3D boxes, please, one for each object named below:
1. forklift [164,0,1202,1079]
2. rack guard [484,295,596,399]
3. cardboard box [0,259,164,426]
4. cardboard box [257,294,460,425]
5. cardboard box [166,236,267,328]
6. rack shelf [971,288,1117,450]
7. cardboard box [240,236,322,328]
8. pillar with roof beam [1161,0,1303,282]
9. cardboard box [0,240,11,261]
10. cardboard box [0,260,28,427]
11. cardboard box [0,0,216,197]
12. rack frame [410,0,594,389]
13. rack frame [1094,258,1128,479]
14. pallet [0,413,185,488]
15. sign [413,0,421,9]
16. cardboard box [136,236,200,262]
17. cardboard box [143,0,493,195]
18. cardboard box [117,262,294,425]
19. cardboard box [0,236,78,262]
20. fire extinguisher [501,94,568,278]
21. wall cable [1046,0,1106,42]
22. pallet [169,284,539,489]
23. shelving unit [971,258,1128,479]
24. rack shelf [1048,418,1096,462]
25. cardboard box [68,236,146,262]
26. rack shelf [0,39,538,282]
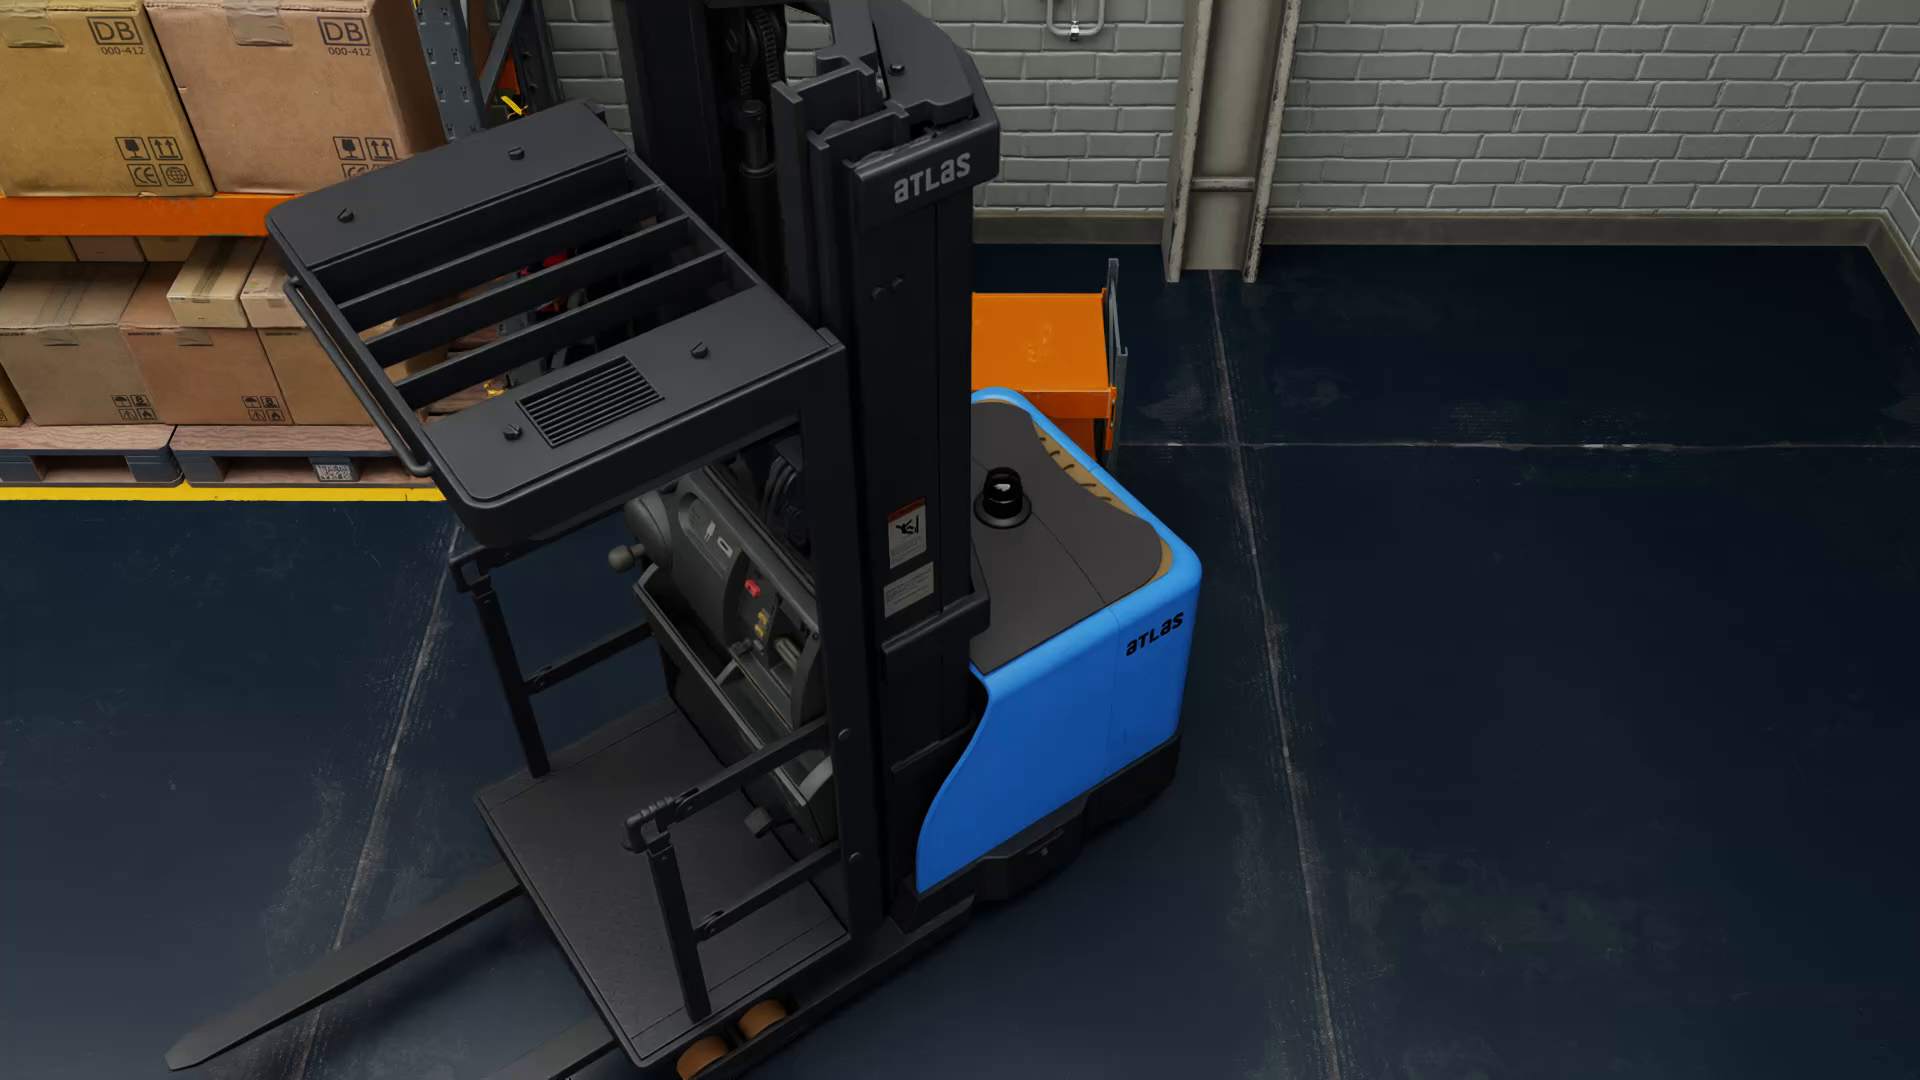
[{"bbox_3d":[-0.784,0.137,4.120,3.031,2.935,1.130,-28,53,-23],"label":"forklift"},{"bbox_3d":[-1.573,-0.790,6.644,0.348,0.500,1.175,0,47,0],"label":"rack guard"},{"bbox_3d":[-3.301,-0.864,6.426,0.500,0.500,0.700,-1,47,-1],"label":"cardboard box"},{"bbox_3d":[-2.298,-0.862,6.424,0.500,0.500,0.700,0,47,0],"label":"cardboard box"},{"bbox_3d":[-2.682,-0.950,6.063,0.250,0.149,0.380,1,47,1],"label":"cardboard box"},{"bbox_3d":[0.007,-0.583,5.624,1.000,0.278,0.538,0,47,0],"label":"rack shelf"},{"bbox_3d":[-2.427,-0.950,6.063,0.250,0.149,0.380,0,47,0],"label":"cardboard box"},{"bbox_3d":[1.090,-1.161,1.183,0.400,9.000,9.100,0,47,0],"label":"pillar with roof beam"},{"bbox_3d":[-3.693,-1.232,6.325,0.250,0.149,0.380,-1,47,-1],"label":"cardboard box"},{"bbox_3d":[-3.834,-0.860,6.422,0.500,0.500,0.700,1,47,1],"label":"cardboard box"},{"bbox_3d":[-2.835,-1.732,5.608,0.700,0.700,0.980,0,47,0],"label":"cardboard box"},{"bbox_3d":[-1.597,-1.642,5.729,0.127,3.000,1.000,0,47,0],"label":"rack frame"},{"bbox_3d":[0.515,-0.382,5.837,0.032,1.125,0.500,0,47,0],"label":"rack frame"},{"bbox_3d":[-3.614,-0.642,6.704,1.213,0.211,1.003,0,47,0],"label":"pallet"},{"bbox_3d":[-1.613,-1.720,4.849,0.005,0.325,0.100,0,47,0],"label":"sign"},{"bbox_3d":[-2.929,-1.231,6.324,0.250,0.149,0.380,1,47,0],"label":"cardboard box"},{"bbox_3d":[-2.107,-1.738,5.614,0.700,0.700,0.980,2,47,2],"label":"cardboard box"},{"bbox_3d":[-2.798,-0.863,6.425,0.500,0.500,0.700,0,47,0],"label":"cardboard box"},{"bbox_3d":[-3.440,-1.231,6.325,0.250,0.149,0.380,1,47,1],"label":"cardboard box"},{"bbox_3d":[-1.448,-1.150,5.579,0.183,0.674,0.296,0,47,0],"label":"fire extinguisher"},{"bbox_3d":[-0.313,-2.677,5.998,1.851,1.984,0.084,0,47,0],"label":"wall cable"},{"bbox_3d":[-2.397,-0.637,6.699,1.213,0.211,1.003,0,47,0],"label":"pallet"},{"bbox_3d":[0.007,-0.383,5.838,1.048,1.125,0.538,0,47,0],"label":"shelving unit"},{"bbox_3d":[0.007,-0.217,6.017,1.000,0.278,0.538,0,47,0],"label":"rack shelf"},{"bbox_3d":[-3.183,-1.231,6.324,0.250,0.149,0.380,1,47,1],"label":"cardboard box"},{"bbox_3d":[-3.597,-1.402,5.997,4.000,0.370,1.077,0,47,0],"label":"rack shelf"}]
